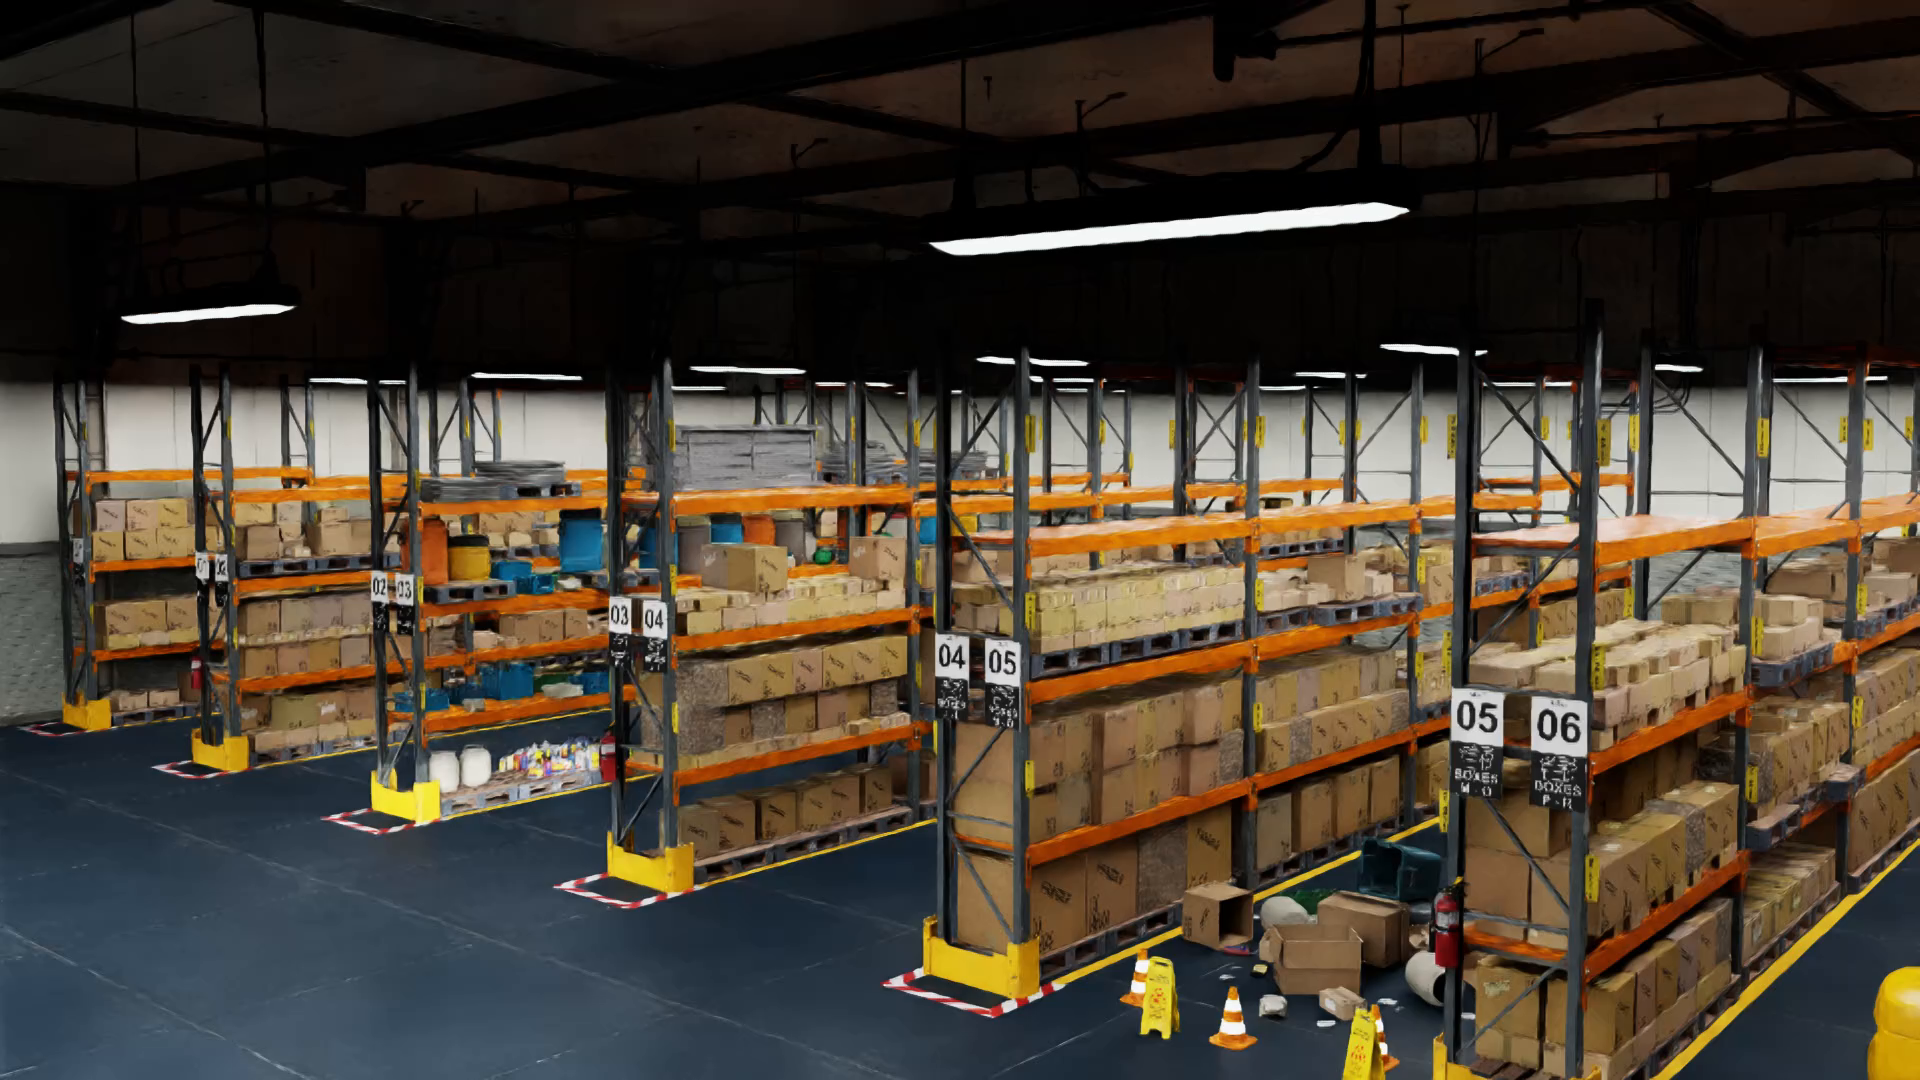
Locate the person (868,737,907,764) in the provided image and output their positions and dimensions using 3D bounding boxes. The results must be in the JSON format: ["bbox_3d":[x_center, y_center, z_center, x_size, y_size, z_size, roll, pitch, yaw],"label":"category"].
[{"bbox_3d":[-1.014,2.573,24.003,0.543,1.700,1.119,3,5,38],"label":"person"}]
